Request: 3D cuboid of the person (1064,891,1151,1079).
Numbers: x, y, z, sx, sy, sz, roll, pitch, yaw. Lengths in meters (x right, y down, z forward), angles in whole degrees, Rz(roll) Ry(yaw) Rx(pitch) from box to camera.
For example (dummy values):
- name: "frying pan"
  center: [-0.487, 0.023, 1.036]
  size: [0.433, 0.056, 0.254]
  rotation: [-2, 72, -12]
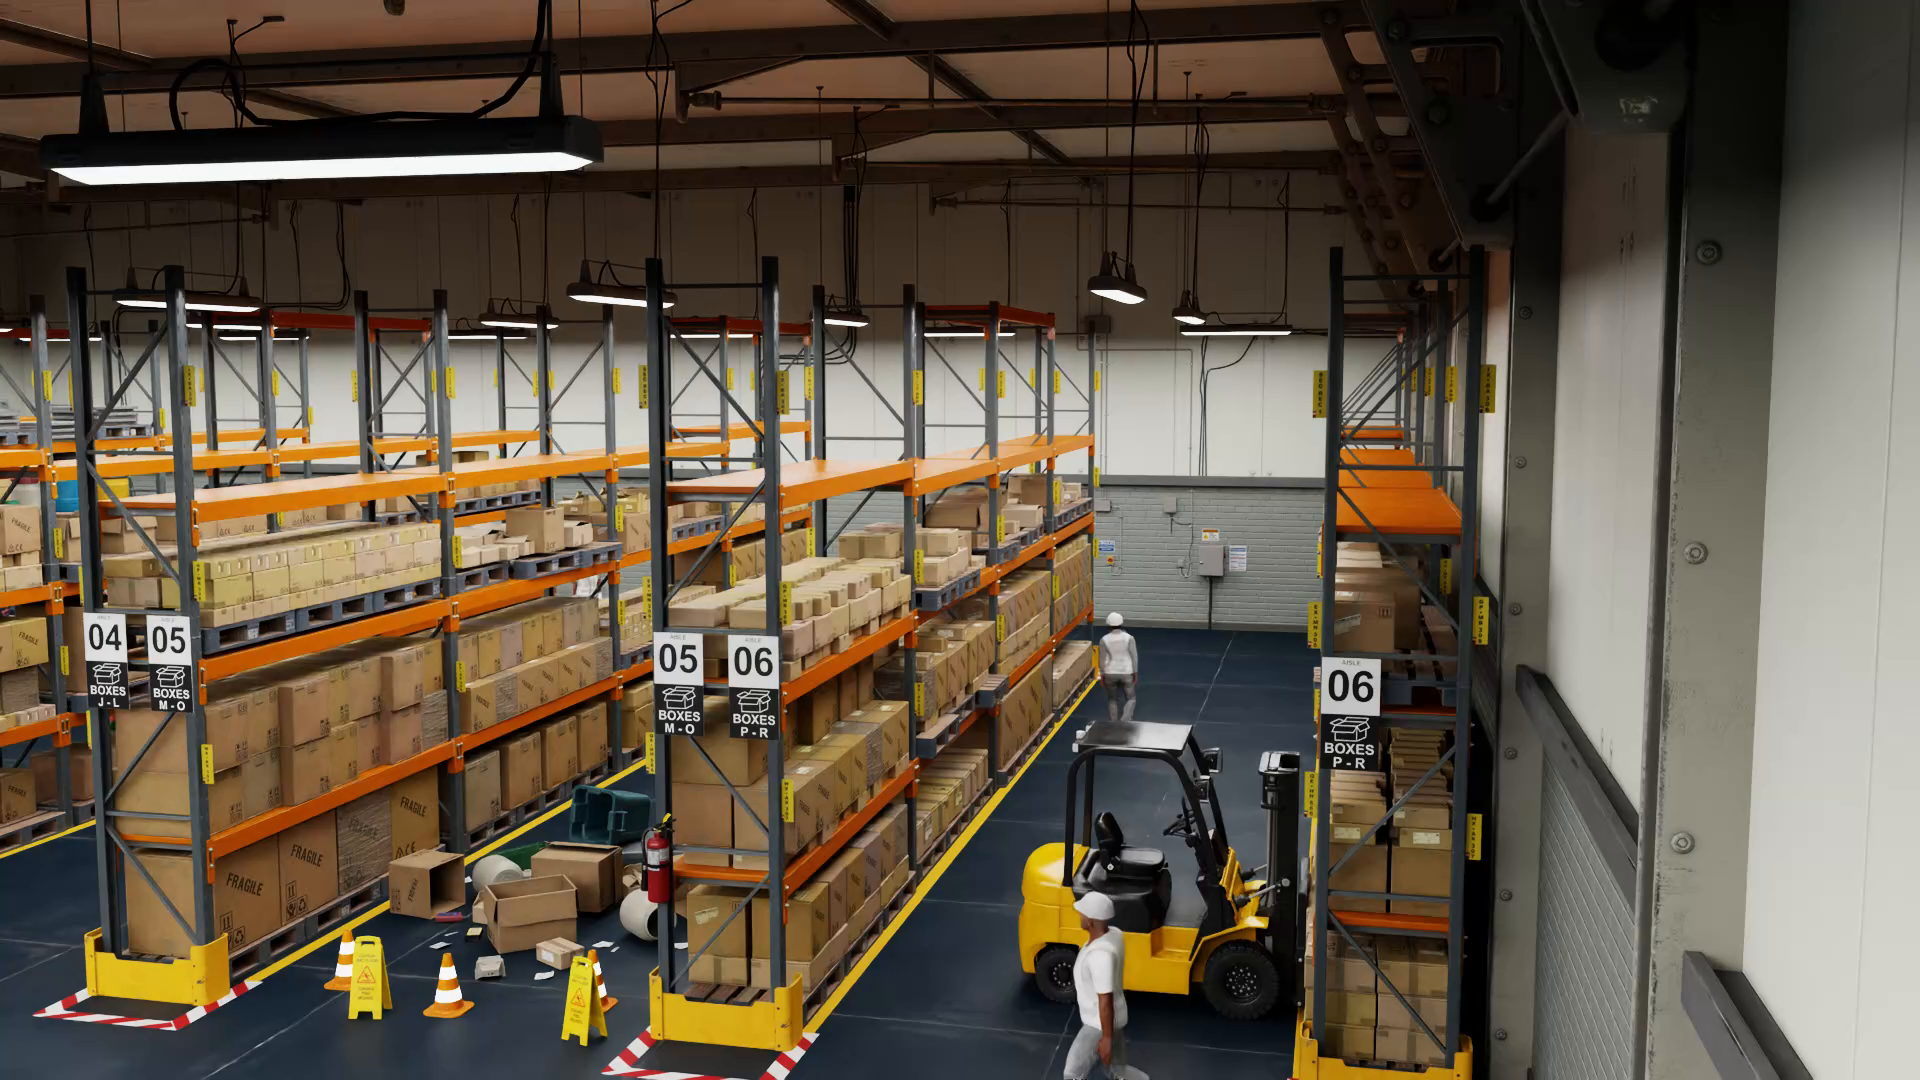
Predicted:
- name: "person"
  center: [0.985, 3.184, 11.083]
  size: [0.997, 1.734, 0.612]
  rotation: [0, 6, 4]

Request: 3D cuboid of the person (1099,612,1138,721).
- name: "person"
  center: [2.251, 1.911, 23.522]
  size: [0.584, 1.771, 0.503]
  rotation: [1, 6, 7]

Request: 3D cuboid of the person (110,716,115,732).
- name: "person"
  center: [-11.388, 1.989, 22.546]
  size: [0.593, 1.785, 0.461]
  rotation: [1, 6, 6]

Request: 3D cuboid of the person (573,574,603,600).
- name: "person"
  center: [-7.136, 1.061, 31.823]
  size: [0.565, 1.764, 0.799]
  rotation: [-5, 7, -38]

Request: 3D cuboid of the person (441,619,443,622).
- name: "person"
  center: [-7.575, 1.896, 24.560]
  size: [0.455, 1.532, 0.969]
  rotation: [1, 6, 7]
